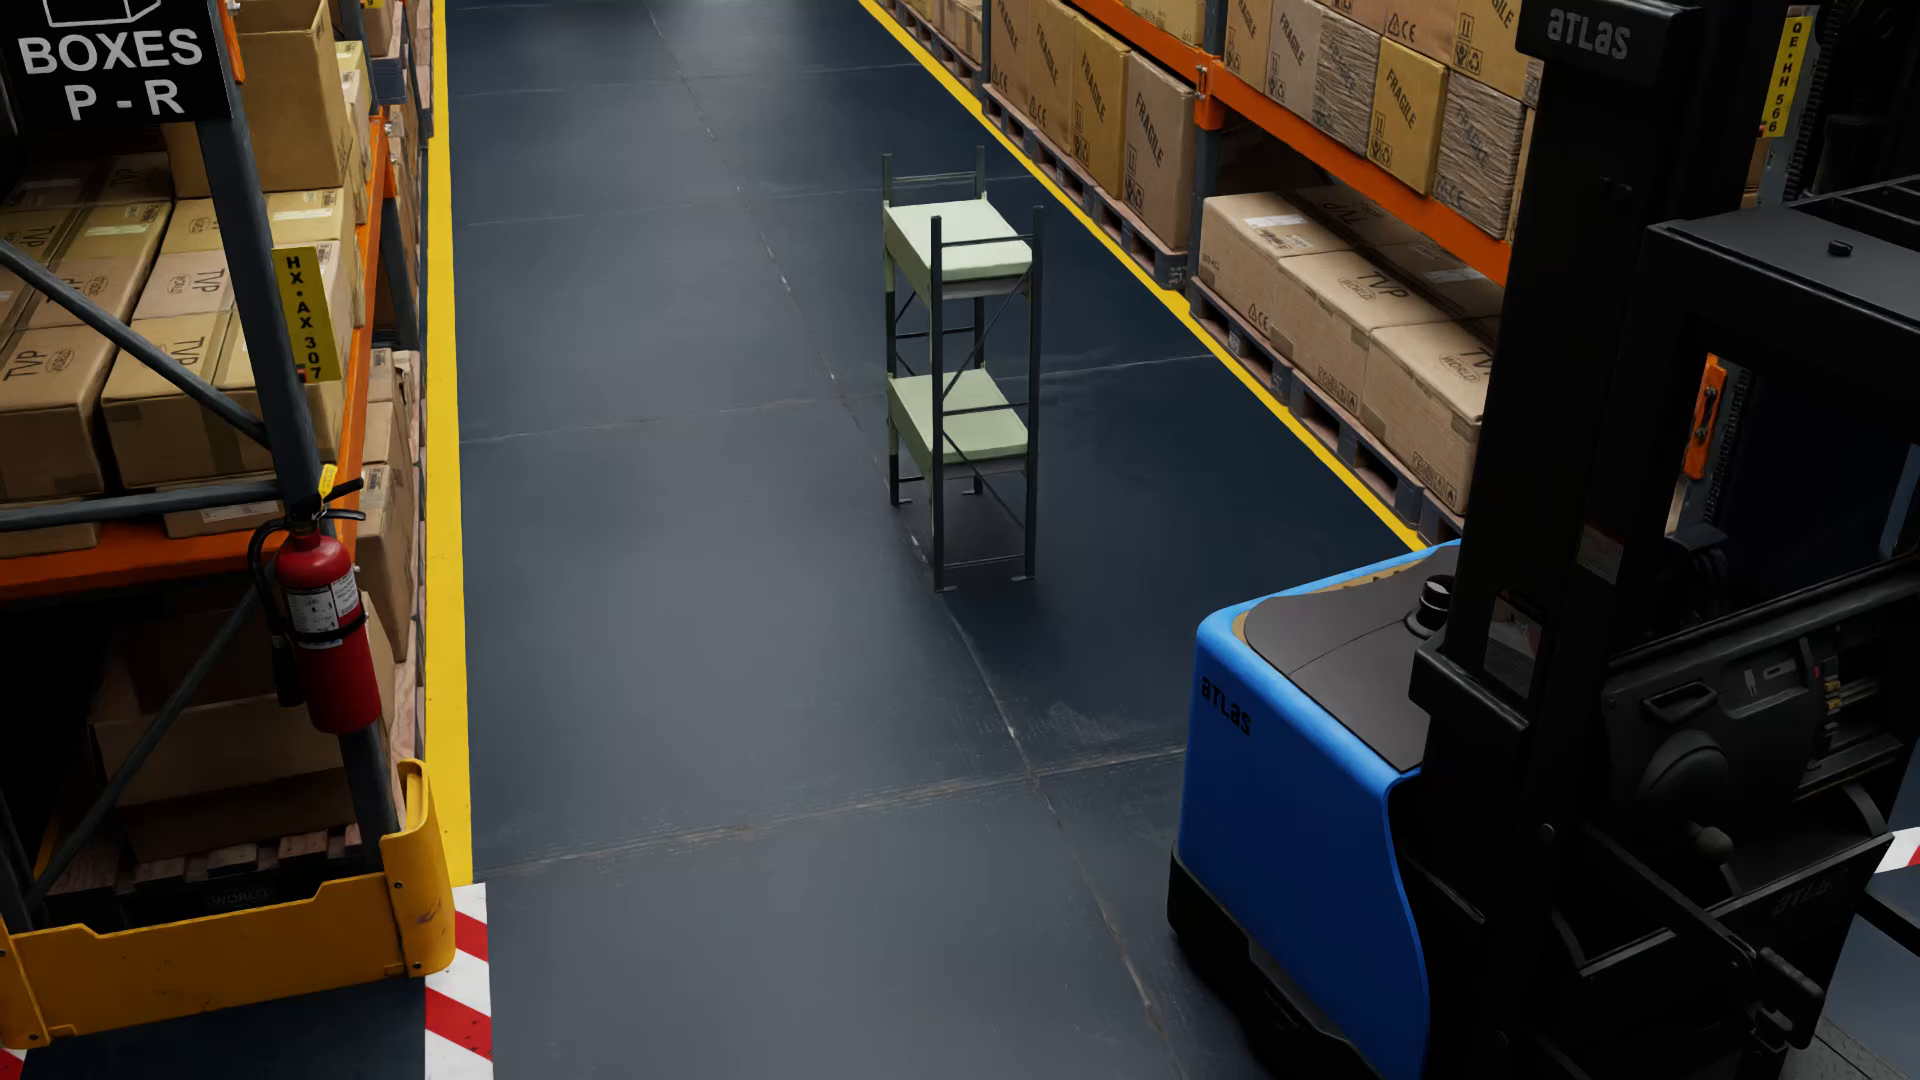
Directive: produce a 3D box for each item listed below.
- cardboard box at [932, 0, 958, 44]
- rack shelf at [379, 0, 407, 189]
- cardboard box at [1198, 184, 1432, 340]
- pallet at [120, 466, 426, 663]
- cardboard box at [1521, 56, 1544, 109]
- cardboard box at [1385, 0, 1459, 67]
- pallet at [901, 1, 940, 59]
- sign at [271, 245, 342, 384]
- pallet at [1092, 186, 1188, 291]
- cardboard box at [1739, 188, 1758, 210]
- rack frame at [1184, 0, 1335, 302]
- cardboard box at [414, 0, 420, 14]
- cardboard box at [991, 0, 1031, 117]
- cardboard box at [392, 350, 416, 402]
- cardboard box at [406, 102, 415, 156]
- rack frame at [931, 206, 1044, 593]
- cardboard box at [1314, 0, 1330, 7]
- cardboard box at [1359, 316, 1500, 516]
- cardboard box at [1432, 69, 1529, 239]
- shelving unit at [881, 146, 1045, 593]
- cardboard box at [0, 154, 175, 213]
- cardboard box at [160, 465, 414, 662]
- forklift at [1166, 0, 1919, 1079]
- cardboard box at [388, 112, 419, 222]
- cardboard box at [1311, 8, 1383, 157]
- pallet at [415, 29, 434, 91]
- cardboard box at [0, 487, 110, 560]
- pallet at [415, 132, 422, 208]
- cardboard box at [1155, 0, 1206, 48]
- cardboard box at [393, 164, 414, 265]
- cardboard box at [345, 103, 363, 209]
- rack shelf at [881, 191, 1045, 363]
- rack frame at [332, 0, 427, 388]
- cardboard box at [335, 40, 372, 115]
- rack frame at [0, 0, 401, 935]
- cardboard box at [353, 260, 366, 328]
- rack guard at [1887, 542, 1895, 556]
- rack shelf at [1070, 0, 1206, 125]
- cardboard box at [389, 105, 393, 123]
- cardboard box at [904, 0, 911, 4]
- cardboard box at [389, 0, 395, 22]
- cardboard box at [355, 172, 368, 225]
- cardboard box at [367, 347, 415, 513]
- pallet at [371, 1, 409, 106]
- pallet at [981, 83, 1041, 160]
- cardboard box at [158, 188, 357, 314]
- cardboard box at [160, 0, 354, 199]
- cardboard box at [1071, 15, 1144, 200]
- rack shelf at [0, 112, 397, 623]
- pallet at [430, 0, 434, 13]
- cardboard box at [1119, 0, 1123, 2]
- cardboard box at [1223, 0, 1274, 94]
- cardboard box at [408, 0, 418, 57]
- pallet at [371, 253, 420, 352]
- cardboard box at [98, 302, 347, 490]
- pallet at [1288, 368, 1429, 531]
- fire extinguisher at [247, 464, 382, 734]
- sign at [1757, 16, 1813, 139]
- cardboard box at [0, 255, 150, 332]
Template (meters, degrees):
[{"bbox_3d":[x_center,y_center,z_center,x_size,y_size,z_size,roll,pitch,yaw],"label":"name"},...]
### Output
[{"bbox_3d":[0.311,-4.261,13.321,0.950,0.372,0.625,-8,31,-14],"label":"cardboard box"},{"bbox_3d":[-3.598,-2.648,9.048,1.077,0.370,4.000,-8,31,-13],"label":"rack shelf"},{"bbox_3d":[1.780,-1.410,8.330,0.875,0.438,0.875,-8,31,-14],"label":"cardboard box"},{"bbox_3d":[-2.559,0.136,6.304,1.003,0.211,1.213,-8,31,-13],"label":"pallet"},{"bbox_3d":[2.254,-1.648,5.506,0.500,0.500,0.500,-8,31,-13],"label":"cardboard box"},{"bbox_3d":[1.994,-2.131,6.339,0.500,0.500,0.500,-8,31,-14],"label":"cardboard box"},{"bbox_3d":[0.129,-4.345,14.047,1.003,0.211,1.213,-8,31,-13],"label":"pallet"},{"bbox_3d":[-1.483,-0.508,3.769,0.100,0.325,0.005,-8,31,-13],"label":"sign"},{"bbox_3d":[1.440,-1.810,9.667,1.003,0.211,1.213,-8,31,-13],"label":"pallet"},{"bbox_3d":[2.396,-0.964,5.321,0.500,0.500,0.500,-8,31,-13],"label":"cardboard box"},{"bbox_3d":[1.717,-2.655,8.342,1.000,3.000,0.127,-8,31,-13],"label":"rack frame"},{"bbox_3d":[-5.042,-4.760,13.931,0.875,0.625,0.625,-6,31,-11],"label":"cardboard box"},{"bbox_3d":[0.759,-3.504,11.511,0.875,0.875,0.875,-8,31,-14],"label":"cardboard box"},{"bbox_3d":[-2.637,-0.711,7.410,0.380,0.149,0.250,-9,31,-15],"label":"cardboard box"},{"bbox_3d":[-3.687,-2.606,10.334,0.500,0.500,0.500,-8,31,-14],"label":"cardboard box"},{"bbox_3d":[0.095,-0.476,6.074,0.400,1.500,0.023,-8,31,-13],"label":"rack frame"},{"bbox_3d":[1.738,-2.624,7.191,0.500,0.500,0.500,-8,31,-14],"label":"cardboard box"},{"bbox_3d":[2.256,-0.542,6.831,0.875,0.438,0.875,-7,31,-12],"label":"cardboard box"},{"bbox_3d":[2.131,-1.455,6.170,0.500,0.500,0.500,-7,31,-12],"label":"cardboard box"},{"bbox_3d":[-0.002,-0.652,6.380,0.431,1.500,0.755,-8,31,-13],"label":"shelving unit"},{"bbox_3d":[-2.785,-1.053,5.428,0.500,0.250,0.500,-8,31,-13],"label":"cardboard box"},{"bbox_3d":[-2.266,0.113,5.636,0.700,0.500,0.500,-7,31,-11],"label":"cardboard box"},{"bbox_3d":[1.712,0.400,3.133,1.130,2.935,3.031,-14,33,-23],"label":"forklift"},{"bbox_3d":[-3.390,-2.105,9.469,0.500,0.500,0.500,-9,31,-15],"label":"cardboard box"},{"bbox_3d":[1.845,-1.952,7.028,0.500,0.500,0.500,-8,31,-13],"label":"cardboard box"},{"bbox_3d":[-4.630,-3.709,12.947,1.003,0.211,1.213,-8,31,-13],"label":"pallet"},{"bbox_3d":[-2.353,-0.077,4.139,0.380,0.149,0.250,-8,31,-14],"label":"cardboard box"},{"bbox_3d":[-3.968,-2.352,10.603,1.003,0.211,1.213,-8,31,-13],"label":"pallet"},{"bbox_3d":[1.355,-2.773,8.696,0.500,0.250,0.500,-9,31,-14],"label":"cardboard box"},{"bbox_3d":[-3.130,-1.612,8.617,0.500,0.500,0.500,-8,31,-14],"label":"cardboard box"},{"bbox_3d":[-2.430,-1.361,5.959,0.500,0.250,0.500,-8,31,-14],"label":"cardboard box"},{"bbox_3d":[-0.002,-0.990,6.184,0.431,0.370,0.720,-8,31,-13],"label":"rack shelf"},{"bbox_3d":[-3.068,-1.993,7.199,1.000,3.000,0.127,-8,31,-13],"label":"rack frame"},{"bbox_3d":[-2.697,-1.843,6.793,0.500,0.250,0.500,-7,31,-12],"label":"cardboard box"},{"bbox_3d":[-2.006,-0.061,3.861,1.000,3.000,0.127,-8,31,-13],"label":"rack frame"},{"bbox_3d":[-2.123,-0.776,5.348,0.380,0.149,0.250,-9,31,-15],"label":"cardboard box"},{"bbox_3d":[2.785,0.371,5.611,1.175,0.500,0.348,-8,31,-13],"label":"rack guard"},{"bbox_3d":[1.186,-3.309,10.191,1.077,0.370,4.000,-8,31,-13],"label":"rack shelf"},{"bbox_3d":[-3.429,-2.456,9.428,0.380,0.149,0.250,-9,31,-16],"label":"cardboard box"},{"bbox_3d":[-0.071,-4.963,14.534,0.950,0.372,0.625,-6,31,-10],"label":"cardboard box"},{"bbox_3d":[-3.118,-2.731,7.956,0.700,0.500,0.500,-8,31,-13],"label":"cardboard box"},{"bbox_3d":[-2.419,-1.269,6.198,0.380,0.149,0.250,-8,31,-14],"label":"cardboard box"},{"bbox_3d":[-2.542,-0.388,6.503,0.700,0.500,0.500,-9,31,-15],"label":"cardboard box"},{"bbox_3d":[-3.174,-2.310,7.939,1.003,0.211,1.213,-8,31,-13],"label":"pallet"},{"bbox_3d":[0.792,-2.989,11.703,1.003,0.211,1.213,-8,31,-13],"label":"pallet"},{"bbox_3d":[-2.138,-0.868,5.107,0.500,0.250,0.500,-8,31,-14],"label":"cardboard box"},{"bbox_3d":[-2.265,-1.429,5.328,0.500,0.500,0.500,-7,31,-12],"label":"cardboard box"},{"bbox_3d":[1.228,-2.641,10.020,0.875,0.875,0.875,-7,31,-12],"label":"cardboard box"},{"bbox_3d":[-2.537,-0.716,5.710,1.077,0.370,4.000,-8,31,-13],"label":"rack shelf"},{"bbox_3d":[-5.362,-5.040,15.246,1.003,0.211,1.213,-8,31,-13],"label":"pallet"},{"bbox_3d":[1.105,-3.265,9.547,0.500,0.250,0.500,-9,31,-15],"label":"cardboard box"},{"bbox_3d":[1.589,-2.436,7.865,0.500,0.500,0.500,-7,31,-12],"label":"cardboard box"},{"bbox_3d":[-4.642,-4.022,12.655,0.875,0.625,0.625,-9,31,-15],"label":"cardboard box"},{"bbox_3d":[-3.320,-1.174,8.567,1.003,0.211,1.213,-8,31,-13],"label":"pallet"},{"bbox_3d":[-1.867,-0.380,4.265,0.500,0.250,0.500,-8,31,-13],"label":"cardboard box"},{"bbox_3d":[2.171,-0.480,7.368,1.003,0.211,1.213,-8,31,-13],"label":"pallet"},{"bbox_3d":[-1.521,0.143,3.957,0.296,0.674,0.183,-8,31,-13],"label":"fire extinguisher"},{"bbox_3d":[2.252,-1.261,4.542,0.100,0.325,0.005,-8,31,-13],"label":"sign"},{"bbox_3d":[-2.520,-0.561,4.578,0.500,0.250,0.500,-8,31,-13],"label":"cardboard box"}]
